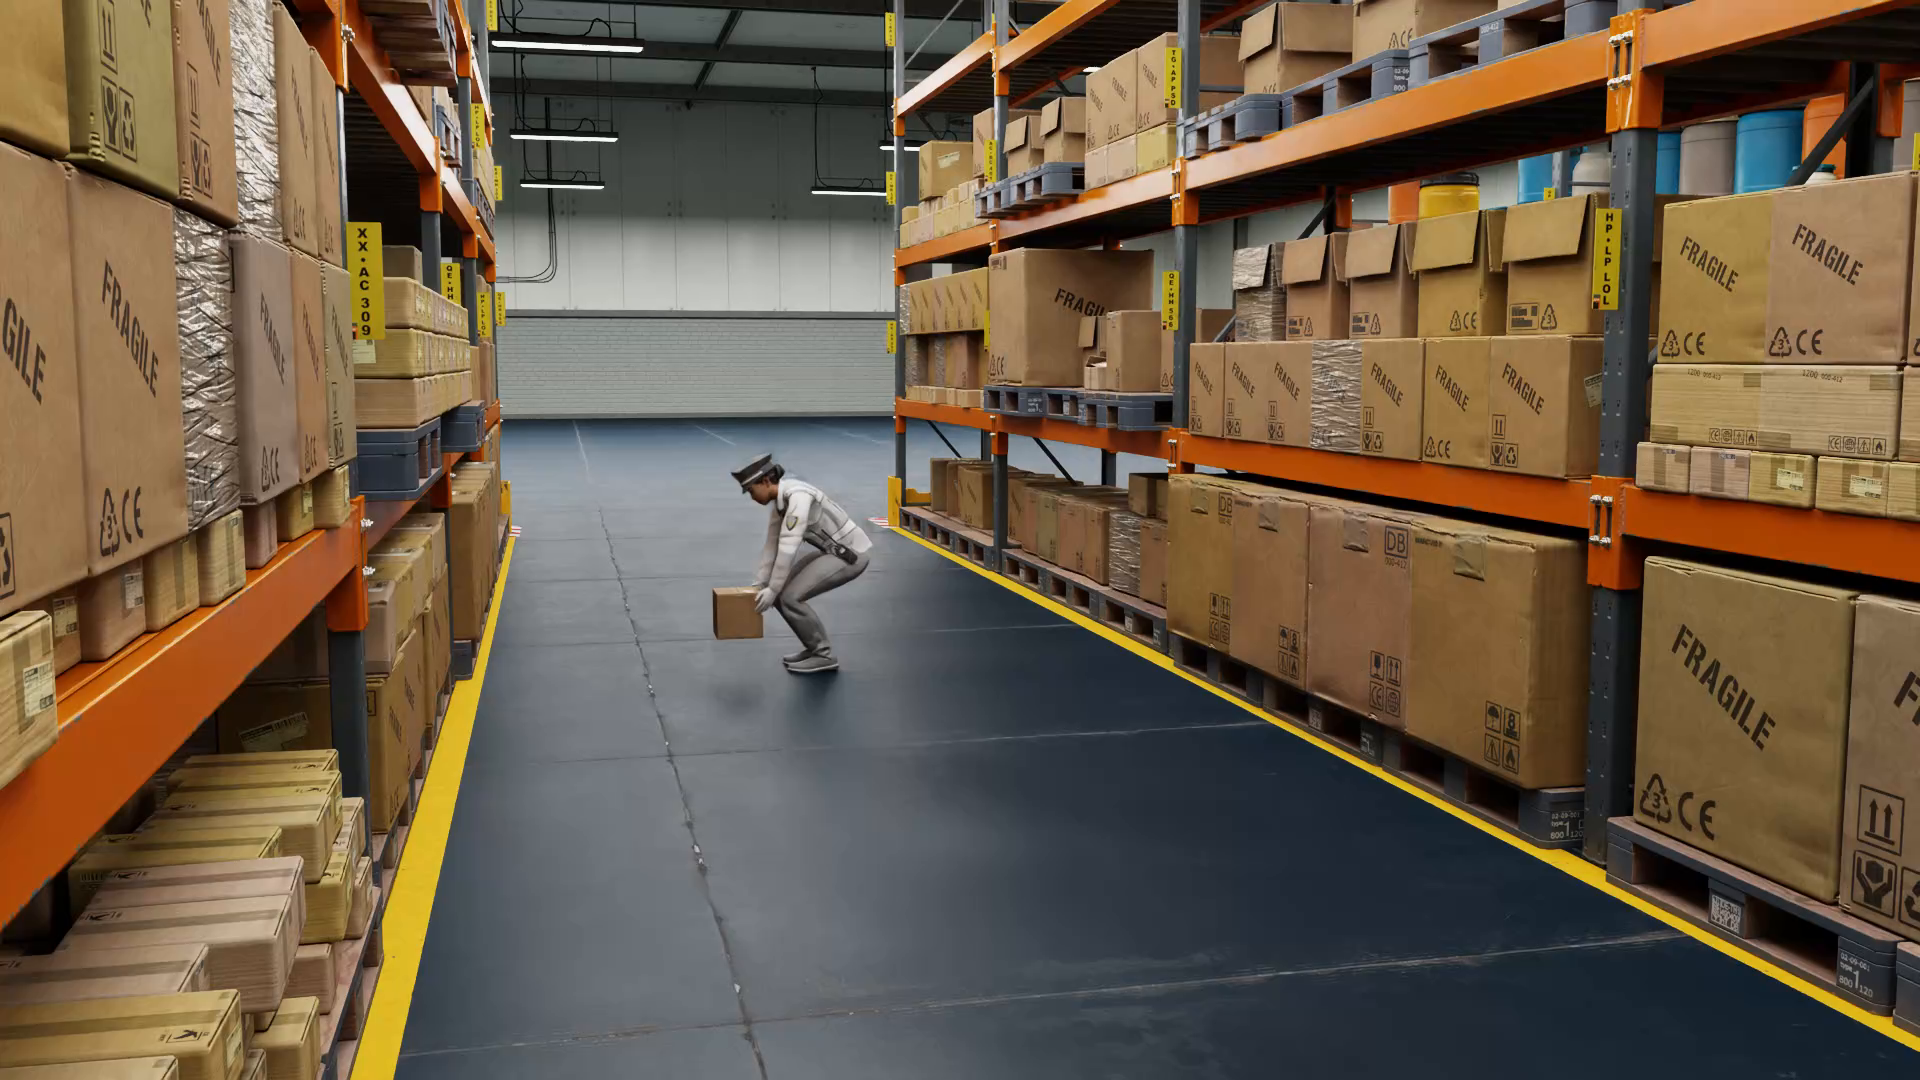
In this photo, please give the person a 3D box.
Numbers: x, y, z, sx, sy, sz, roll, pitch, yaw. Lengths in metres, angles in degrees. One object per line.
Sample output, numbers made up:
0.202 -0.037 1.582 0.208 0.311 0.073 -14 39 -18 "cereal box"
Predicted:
-0.870 0.120 9.184 0.780 1.213 0.527 -2 6 -14 "person"
